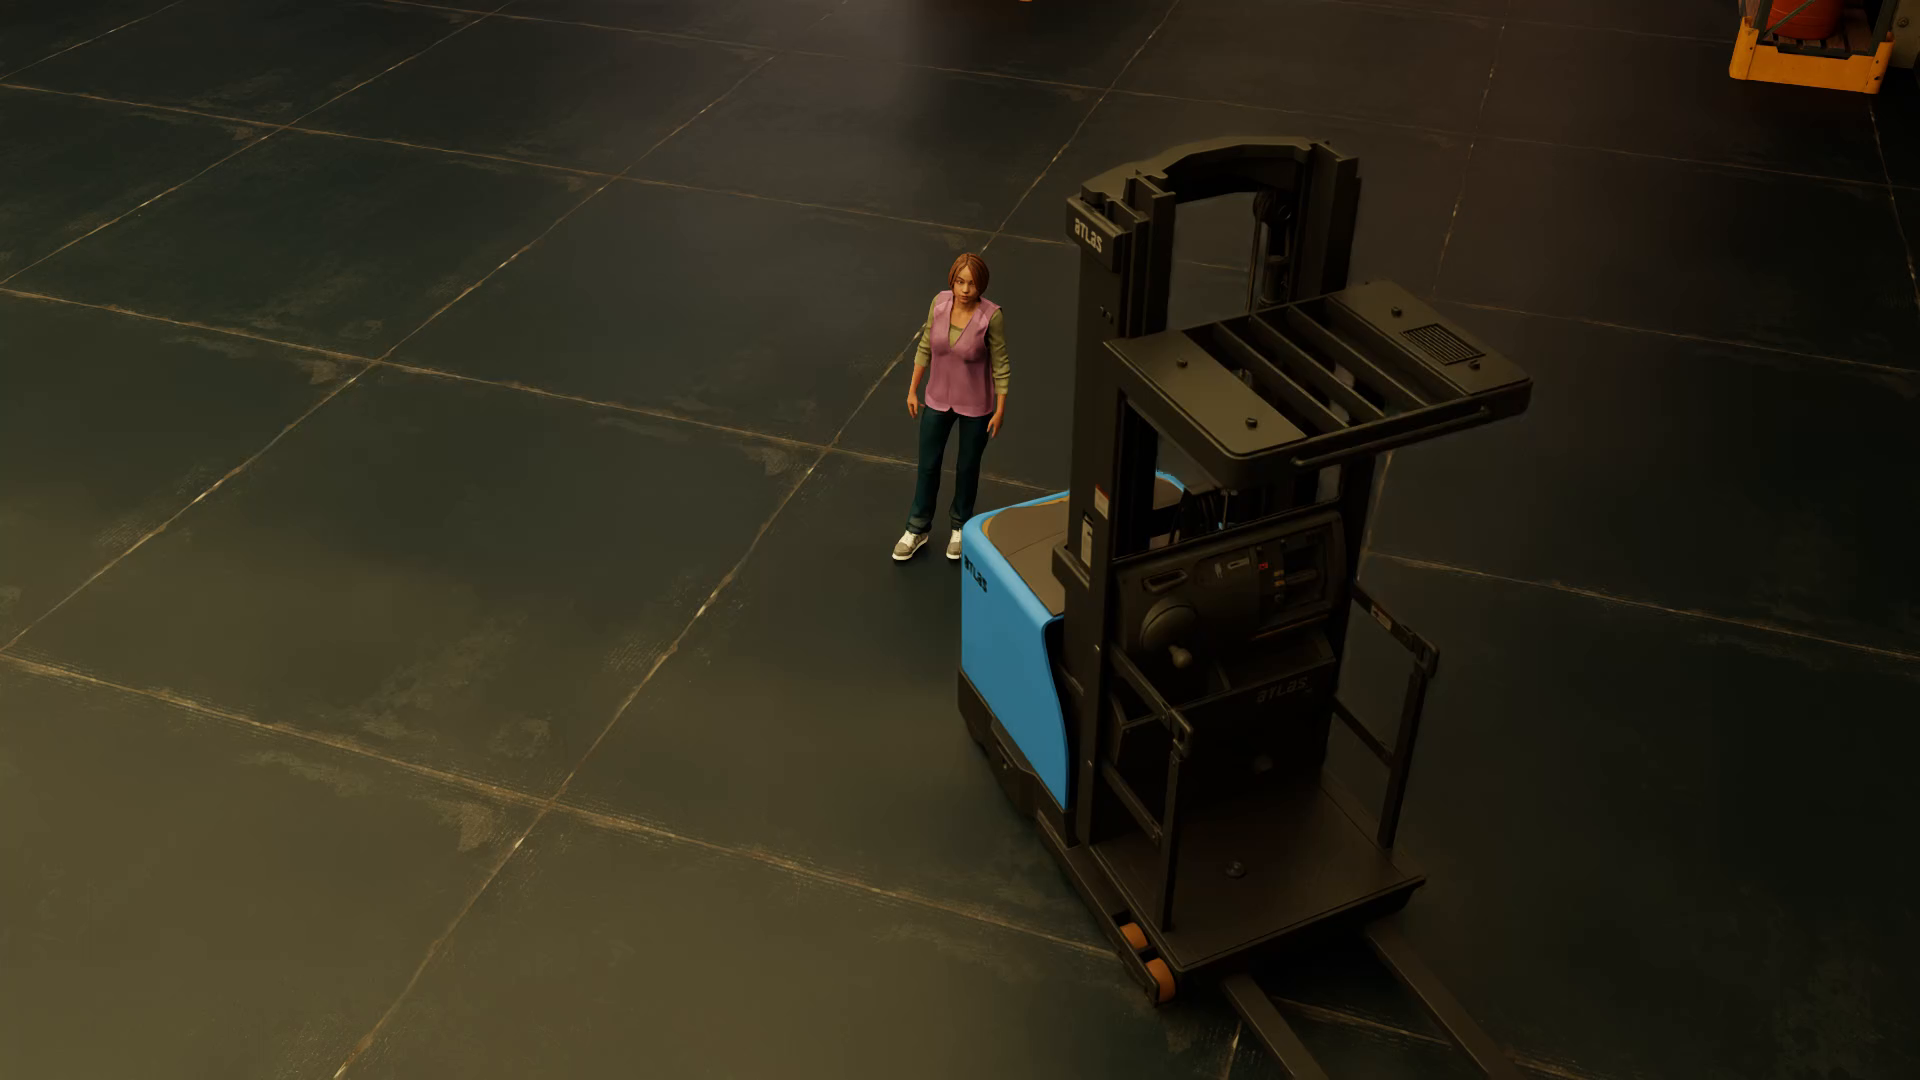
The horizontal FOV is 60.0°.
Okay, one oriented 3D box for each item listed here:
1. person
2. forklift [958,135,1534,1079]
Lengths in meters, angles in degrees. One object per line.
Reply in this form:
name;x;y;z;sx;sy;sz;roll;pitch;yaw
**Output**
person;-0.038;-0.619;8.125;0.521;1.599;0.473;12;37;16
forklift;1.068;0.244;5.767;1.130;2.935;3.031;-15;38;-20
